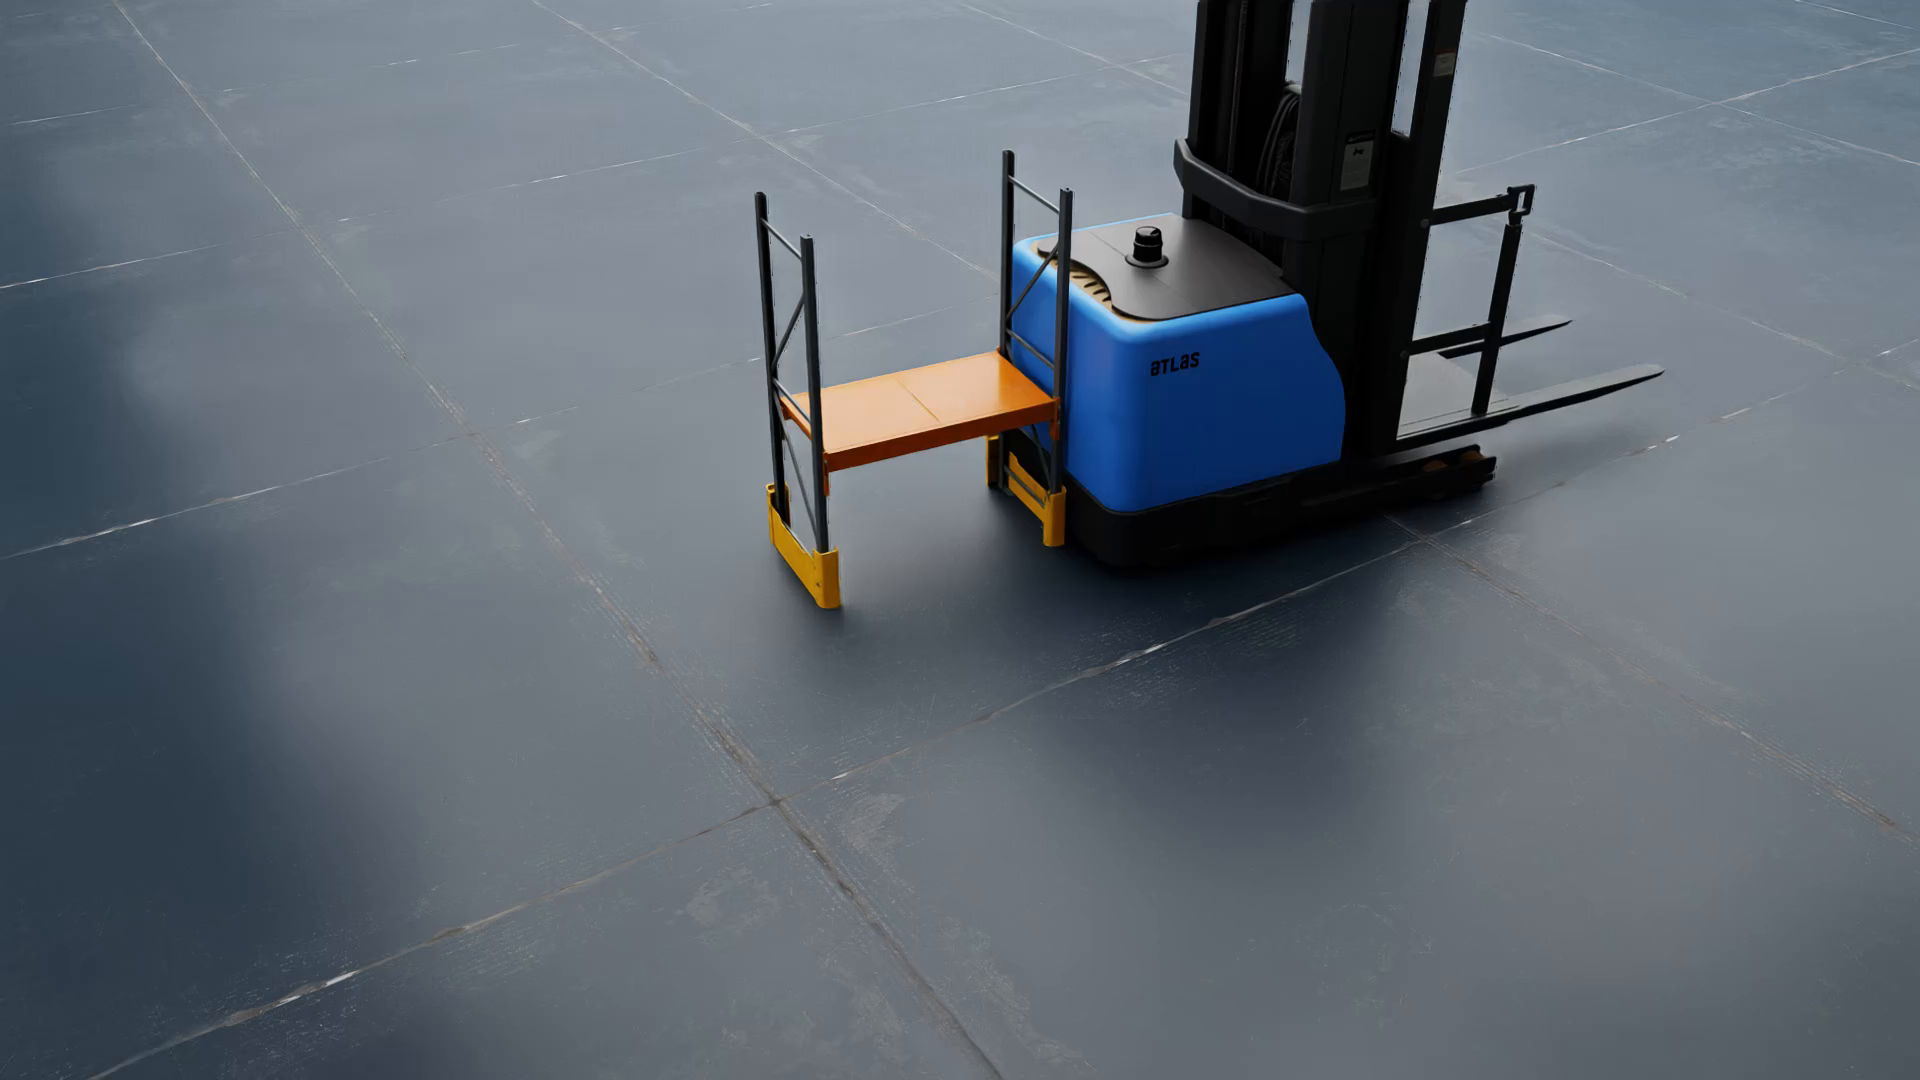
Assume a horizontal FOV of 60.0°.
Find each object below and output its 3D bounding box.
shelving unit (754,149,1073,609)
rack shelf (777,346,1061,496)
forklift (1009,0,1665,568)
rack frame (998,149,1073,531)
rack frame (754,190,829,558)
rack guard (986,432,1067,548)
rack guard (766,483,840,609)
[{"bbox_3d":[-0.176,-0.631,6.438,1.083,1.500,0.587,-15,35,-22],"label":"shelving unit"},{"bbox_3d":[-0.168,-0.481,6.538,1.000,0.185,0.538,-15,35,-22],"label":"rack shelf"},{"bbox_3d":[1.742,-1.652,6.715,3.031,2.935,1.130,-14,35,-21],"label":"forklift"},{"bbox_3d":[0.288,-0.753,6.632,0.032,1.500,0.500,-15,35,-22],"label":"rack frame"},{"bbox_3d":[-0.624,-0.514,6.252,0.032,1.500,0.500,-15,35,-22],"label":"rack frame"},{"bbox_3d":[0.270,-0.220,6.958,0.087,0.250,0.587,-15,35,-22],"label":"rack guard"},{"bbox_3d":[-0.623,0.015,6.586,0.087,0.250,0.587,-15,35,-22],"label":"rack guard"}]
